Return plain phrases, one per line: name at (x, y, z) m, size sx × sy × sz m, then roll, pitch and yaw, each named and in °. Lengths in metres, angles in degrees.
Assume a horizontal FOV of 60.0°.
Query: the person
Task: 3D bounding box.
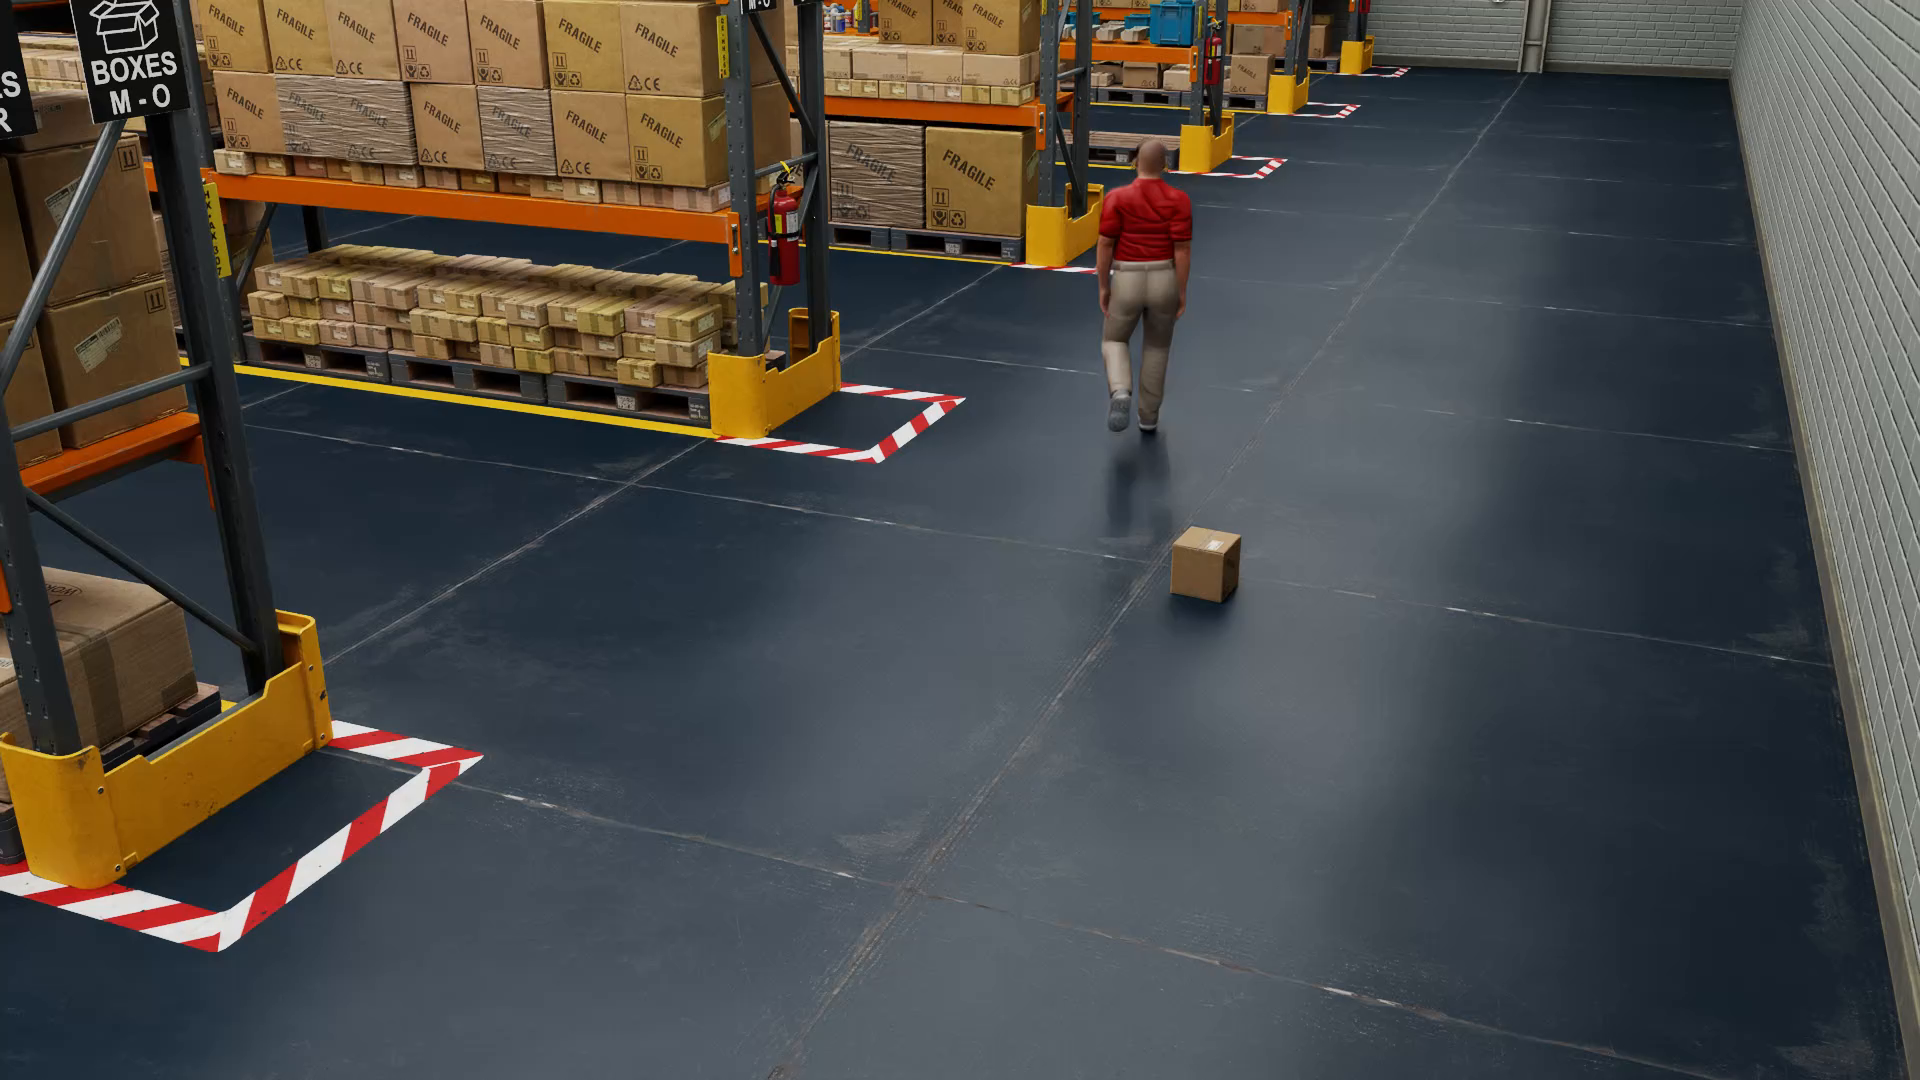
person at (1.053, -1.449, 9.616) m, size 0.535 × 1.711 × 0.585 m, roll 1°, pitch 22°, yaw 3°
